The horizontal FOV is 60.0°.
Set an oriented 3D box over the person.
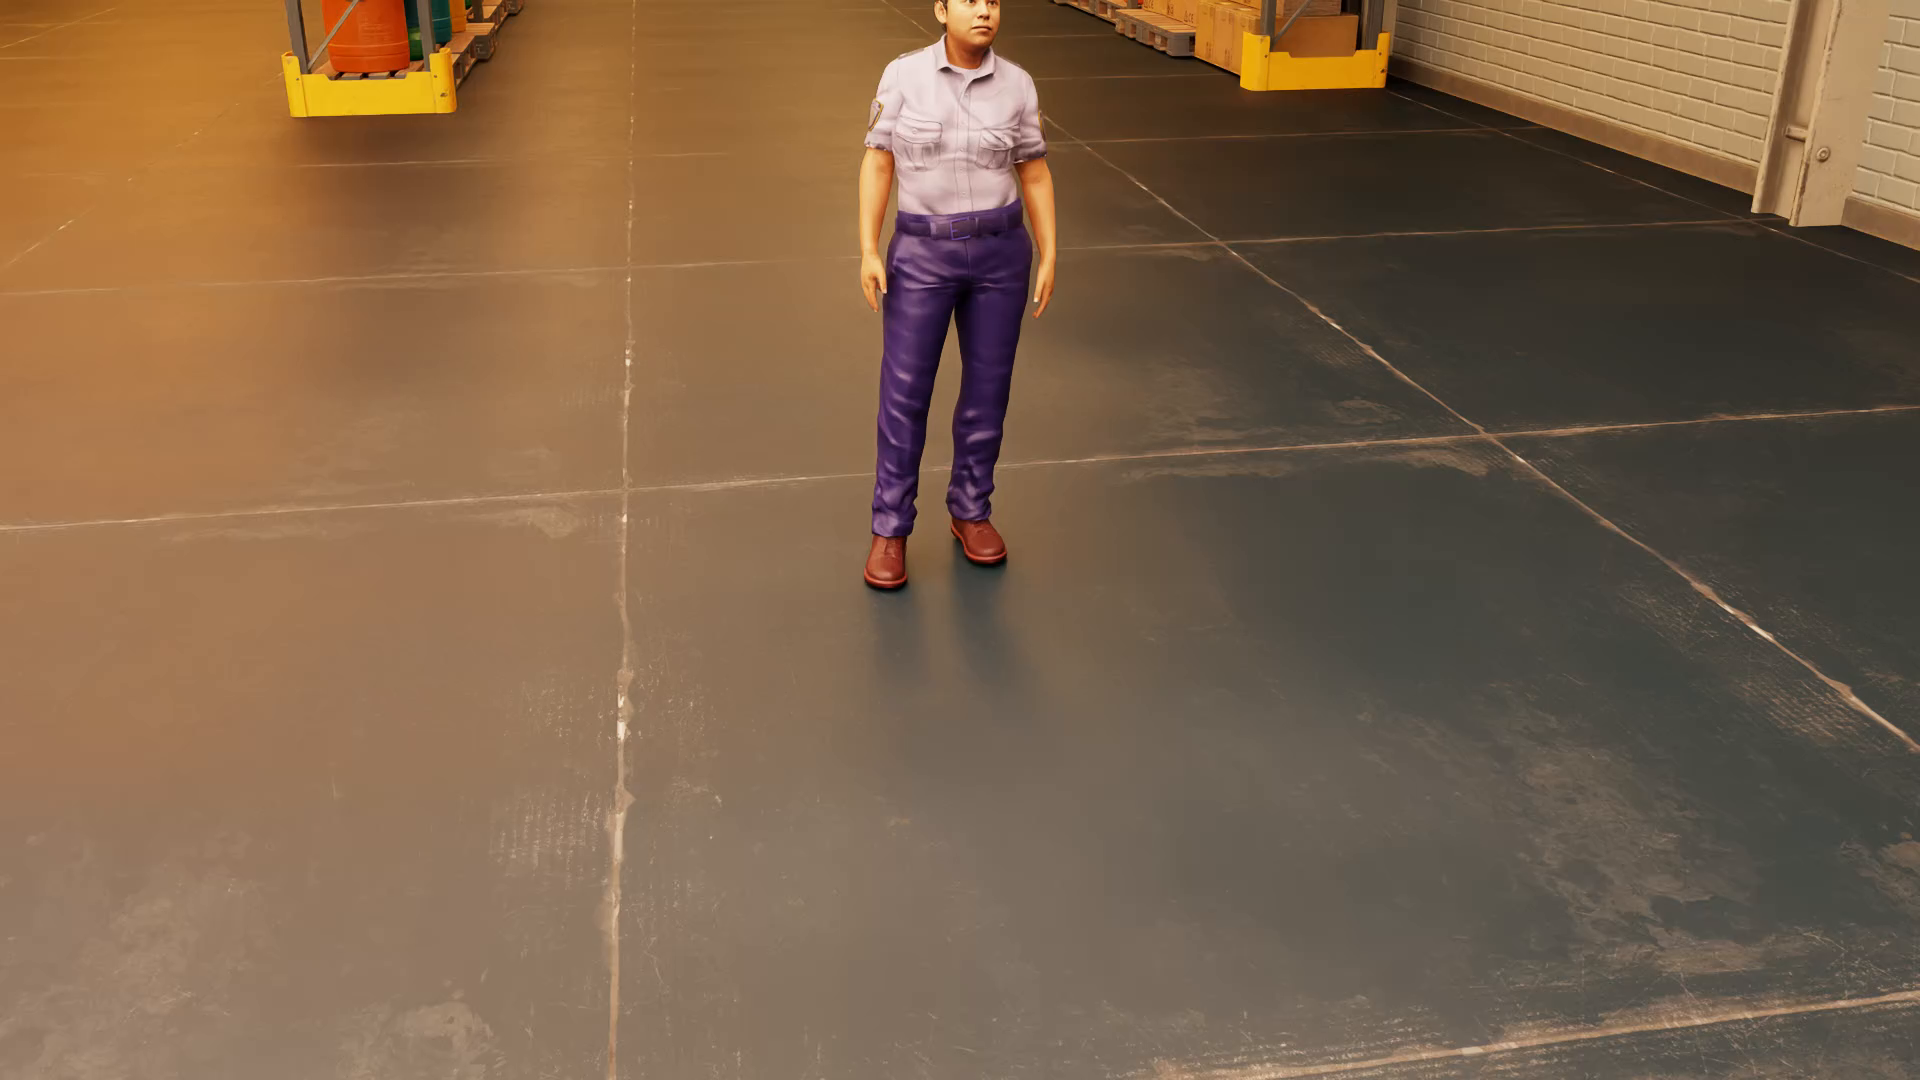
[{"bbox_3d":[-0.007,-0.721,4.615,0.598,1.641,0.502,-4,24,-9],"label":"person"}]
